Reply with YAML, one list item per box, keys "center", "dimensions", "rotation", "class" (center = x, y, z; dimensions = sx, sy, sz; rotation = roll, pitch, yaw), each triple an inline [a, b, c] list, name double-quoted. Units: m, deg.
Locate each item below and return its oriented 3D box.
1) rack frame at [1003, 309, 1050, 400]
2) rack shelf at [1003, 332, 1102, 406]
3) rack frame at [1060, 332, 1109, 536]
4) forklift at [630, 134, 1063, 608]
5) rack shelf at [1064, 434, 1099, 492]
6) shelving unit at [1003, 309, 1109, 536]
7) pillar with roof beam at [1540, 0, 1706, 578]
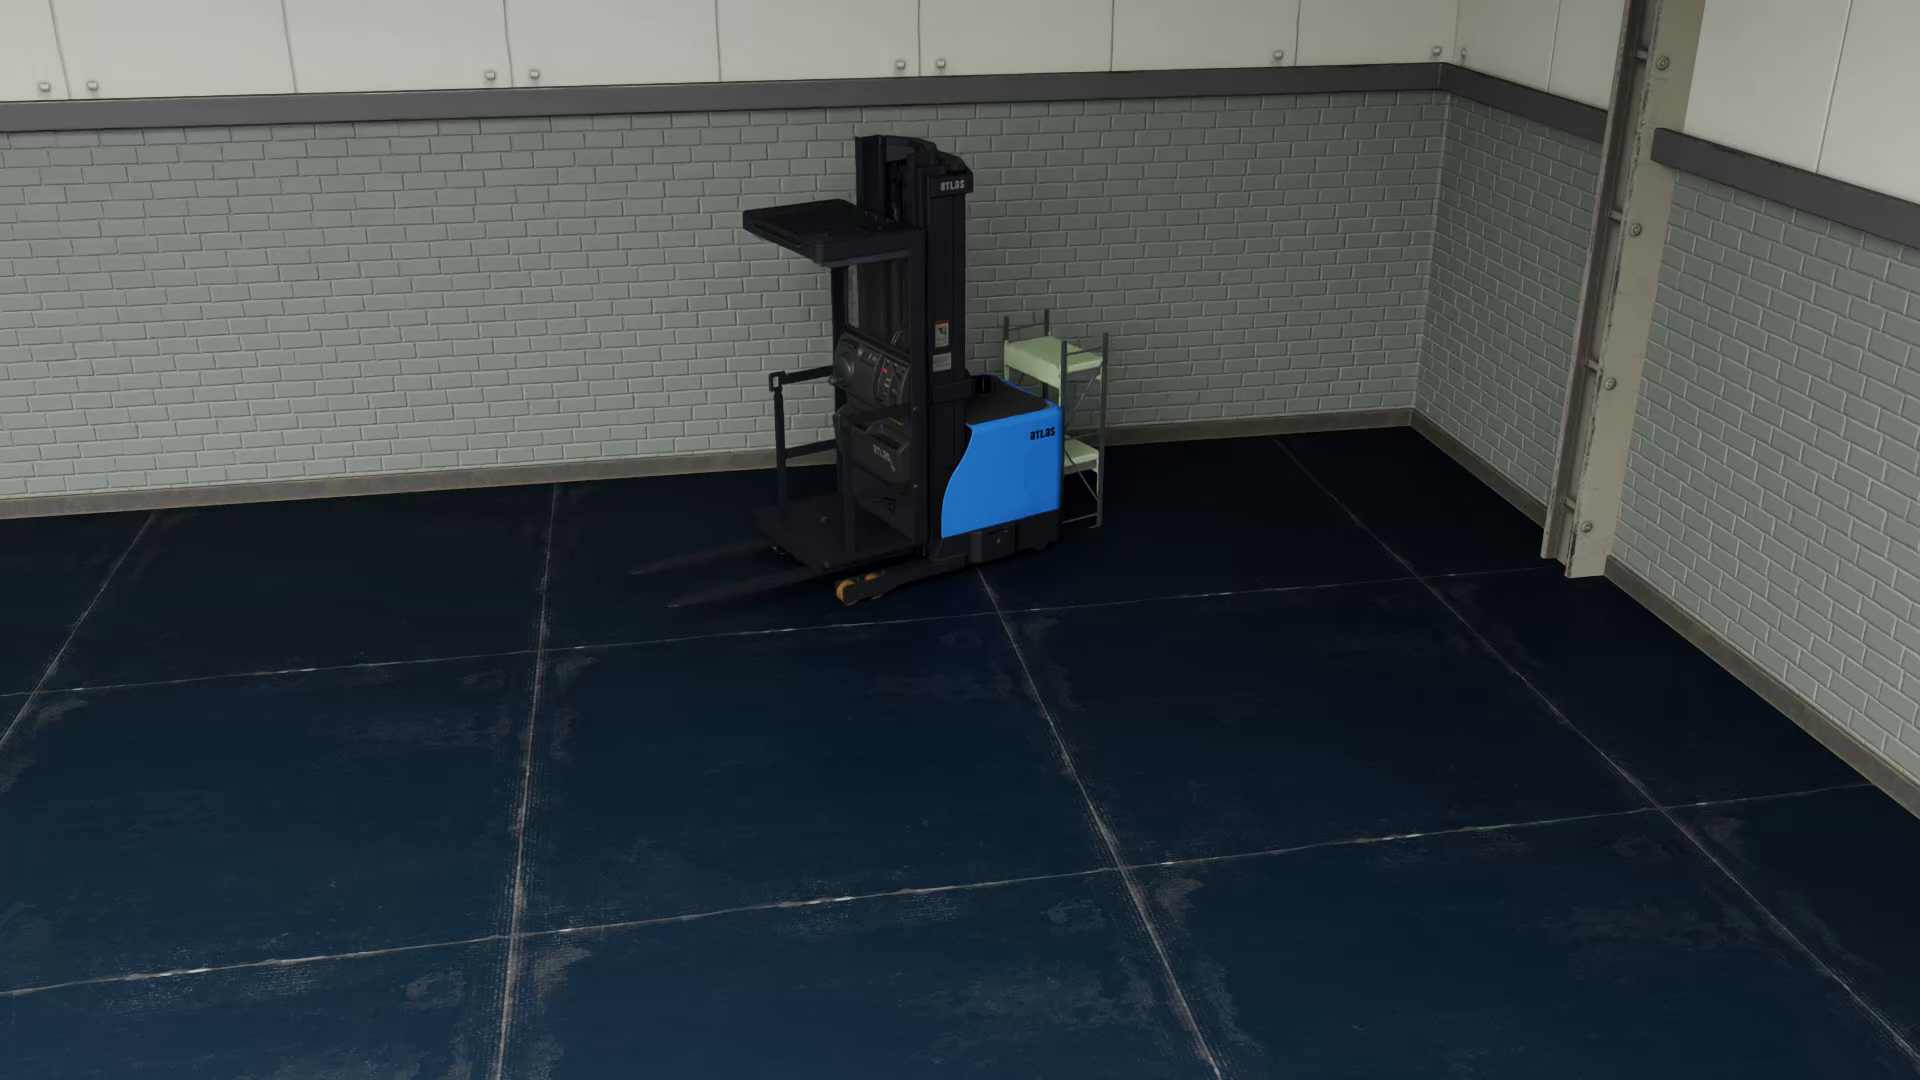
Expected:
- center: [0.497, -1.001, 12.669]
  dimensions: [0.400, 1.500, 0.023]
  rotation: [-14, 27, -29]
  class: "rack frame"
- center: [0.694, -1.235, 12.229]
  dimensions: [0.431, 0.370, 0.720]
  rotation: [-14, 27, -29]
  class: "rack shelf"
- center: [0.890, -0.754, 12.103]
  dimensions: [0.400, 1.500, 0.023]
  rotation: [-14, 27, -29]
  class: "rack frame"
- center: [-0.777, -1.146, 11.211]
  dimensions: [3.031, 2.935, 1.130]
  rotation: [-14, 27, -29]
  class: "forklift"
- center: [0.694, -0.579, 12.516]
  dimensions: [0.431, 0.370, 0.720]
  rotation: [-14, 27, -29]
  class: "rack shelf"
- center: [0.694, -0.878, 12.386]
  dimensions: [0.431, 1.500, 0.755]
  rotation: [-14, 27, -29]
  class: "shelving unit"
- center: [0.140, -3.628, 9.315]
  dimensions: [9.100, 9.000, 0.400]
  rotation: [-4, 24, -10]
  class: "pillar with roof beam"
